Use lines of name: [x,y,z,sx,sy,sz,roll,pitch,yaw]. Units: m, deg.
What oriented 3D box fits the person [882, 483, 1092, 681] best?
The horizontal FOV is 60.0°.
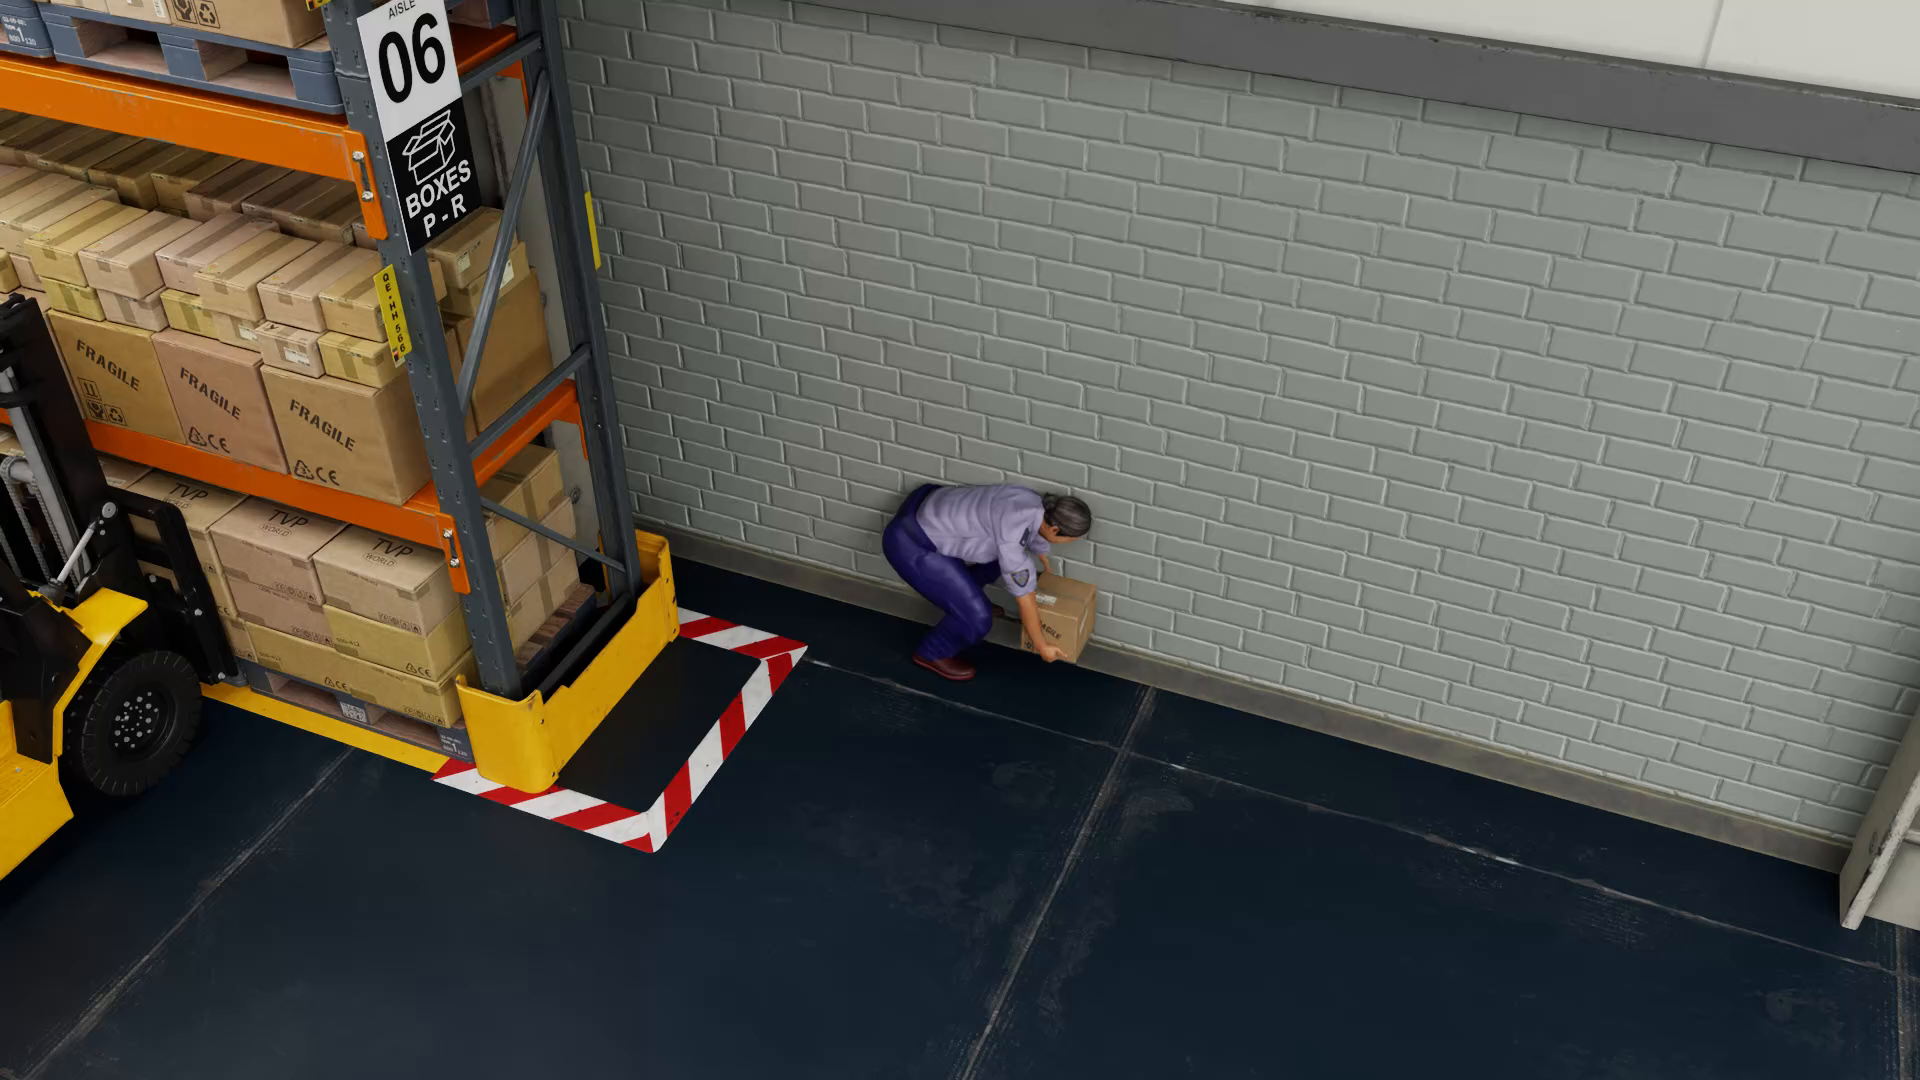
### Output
person: [0.121,0.144,7.210,0.885,0.961,0.531,12,39,16]
